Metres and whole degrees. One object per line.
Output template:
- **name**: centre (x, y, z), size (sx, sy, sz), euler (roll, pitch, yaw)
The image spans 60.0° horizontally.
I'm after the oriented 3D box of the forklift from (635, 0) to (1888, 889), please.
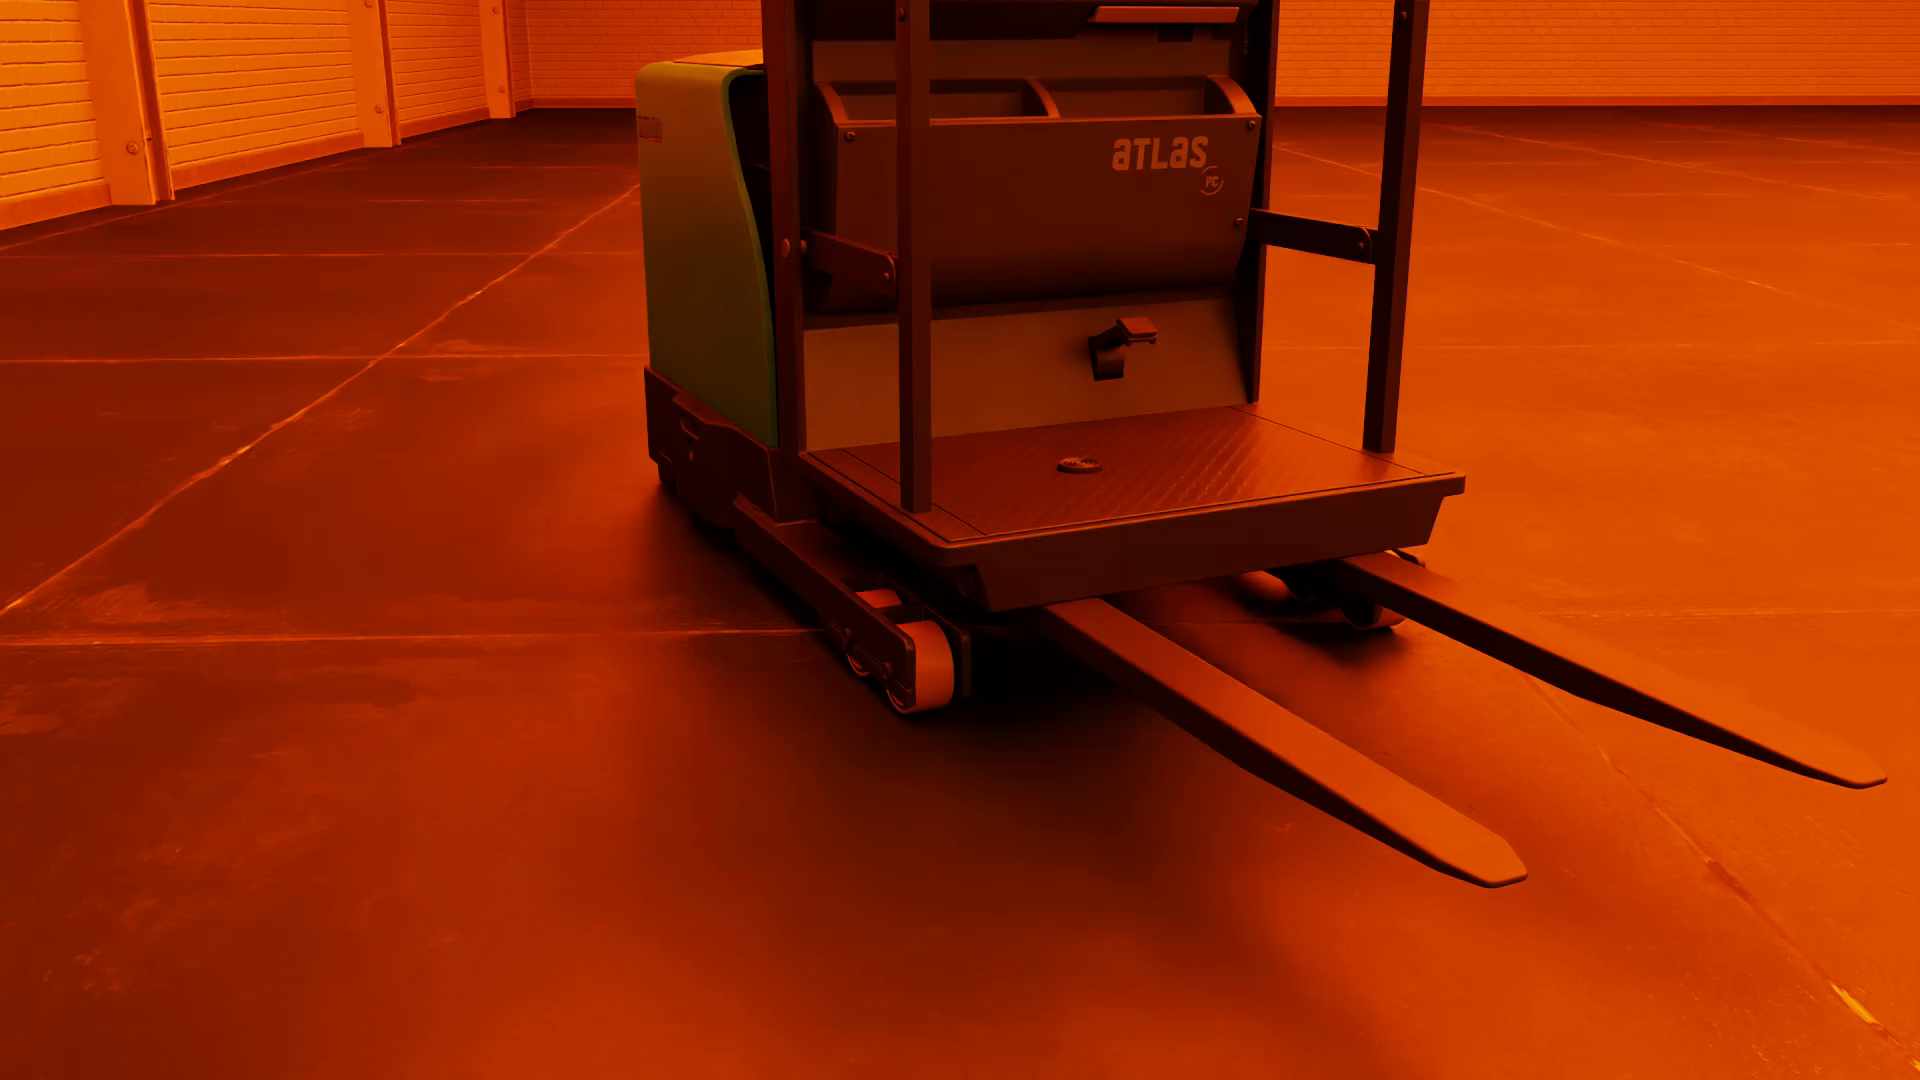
- **forklift**: centre (0.258, -1.240, 2.962), size (1.130, 2.935, 3.031), euler (-8, 19, -24)
